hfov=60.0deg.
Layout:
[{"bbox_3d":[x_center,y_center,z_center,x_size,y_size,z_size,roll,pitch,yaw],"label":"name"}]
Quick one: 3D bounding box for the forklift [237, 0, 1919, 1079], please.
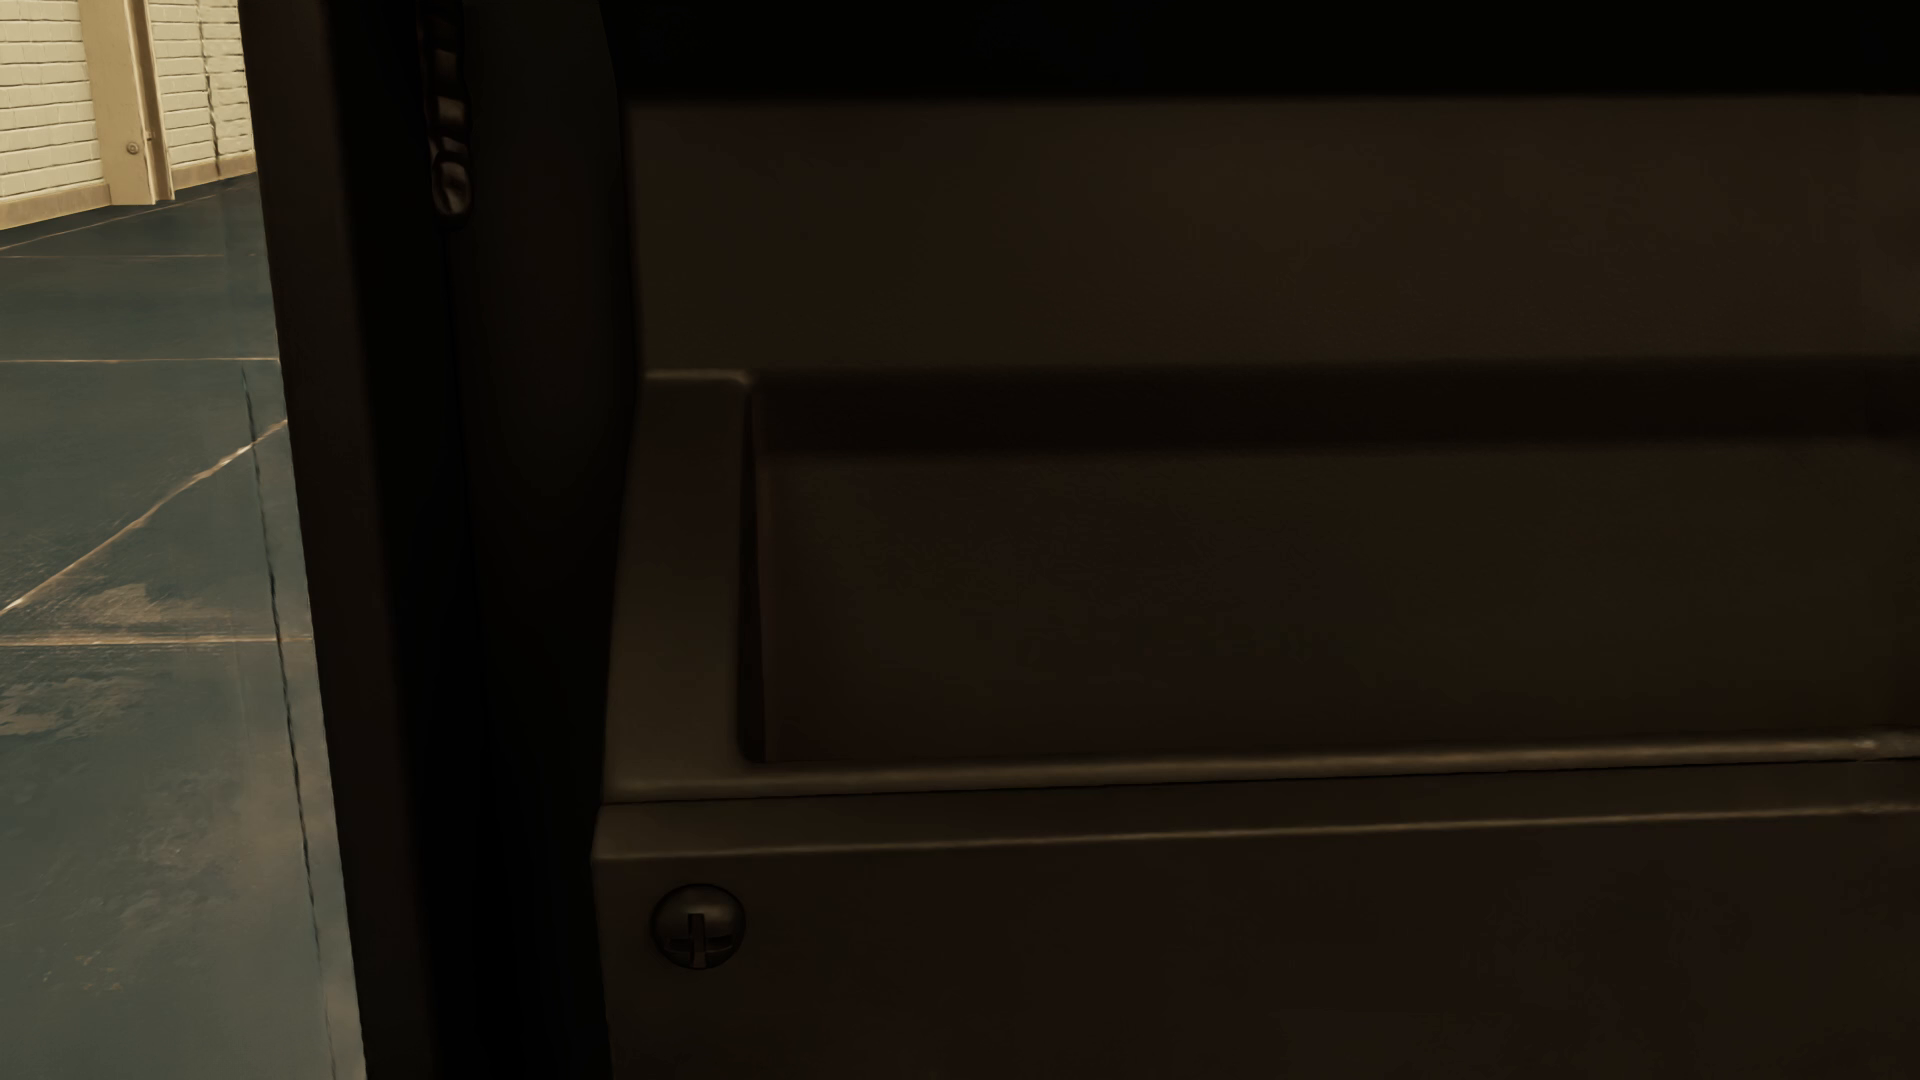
[{"bbox_3d":[0.398,-0.369,0.116,1.130,2.935,3.031,-1,17,-4],"label":"forklift"}]
